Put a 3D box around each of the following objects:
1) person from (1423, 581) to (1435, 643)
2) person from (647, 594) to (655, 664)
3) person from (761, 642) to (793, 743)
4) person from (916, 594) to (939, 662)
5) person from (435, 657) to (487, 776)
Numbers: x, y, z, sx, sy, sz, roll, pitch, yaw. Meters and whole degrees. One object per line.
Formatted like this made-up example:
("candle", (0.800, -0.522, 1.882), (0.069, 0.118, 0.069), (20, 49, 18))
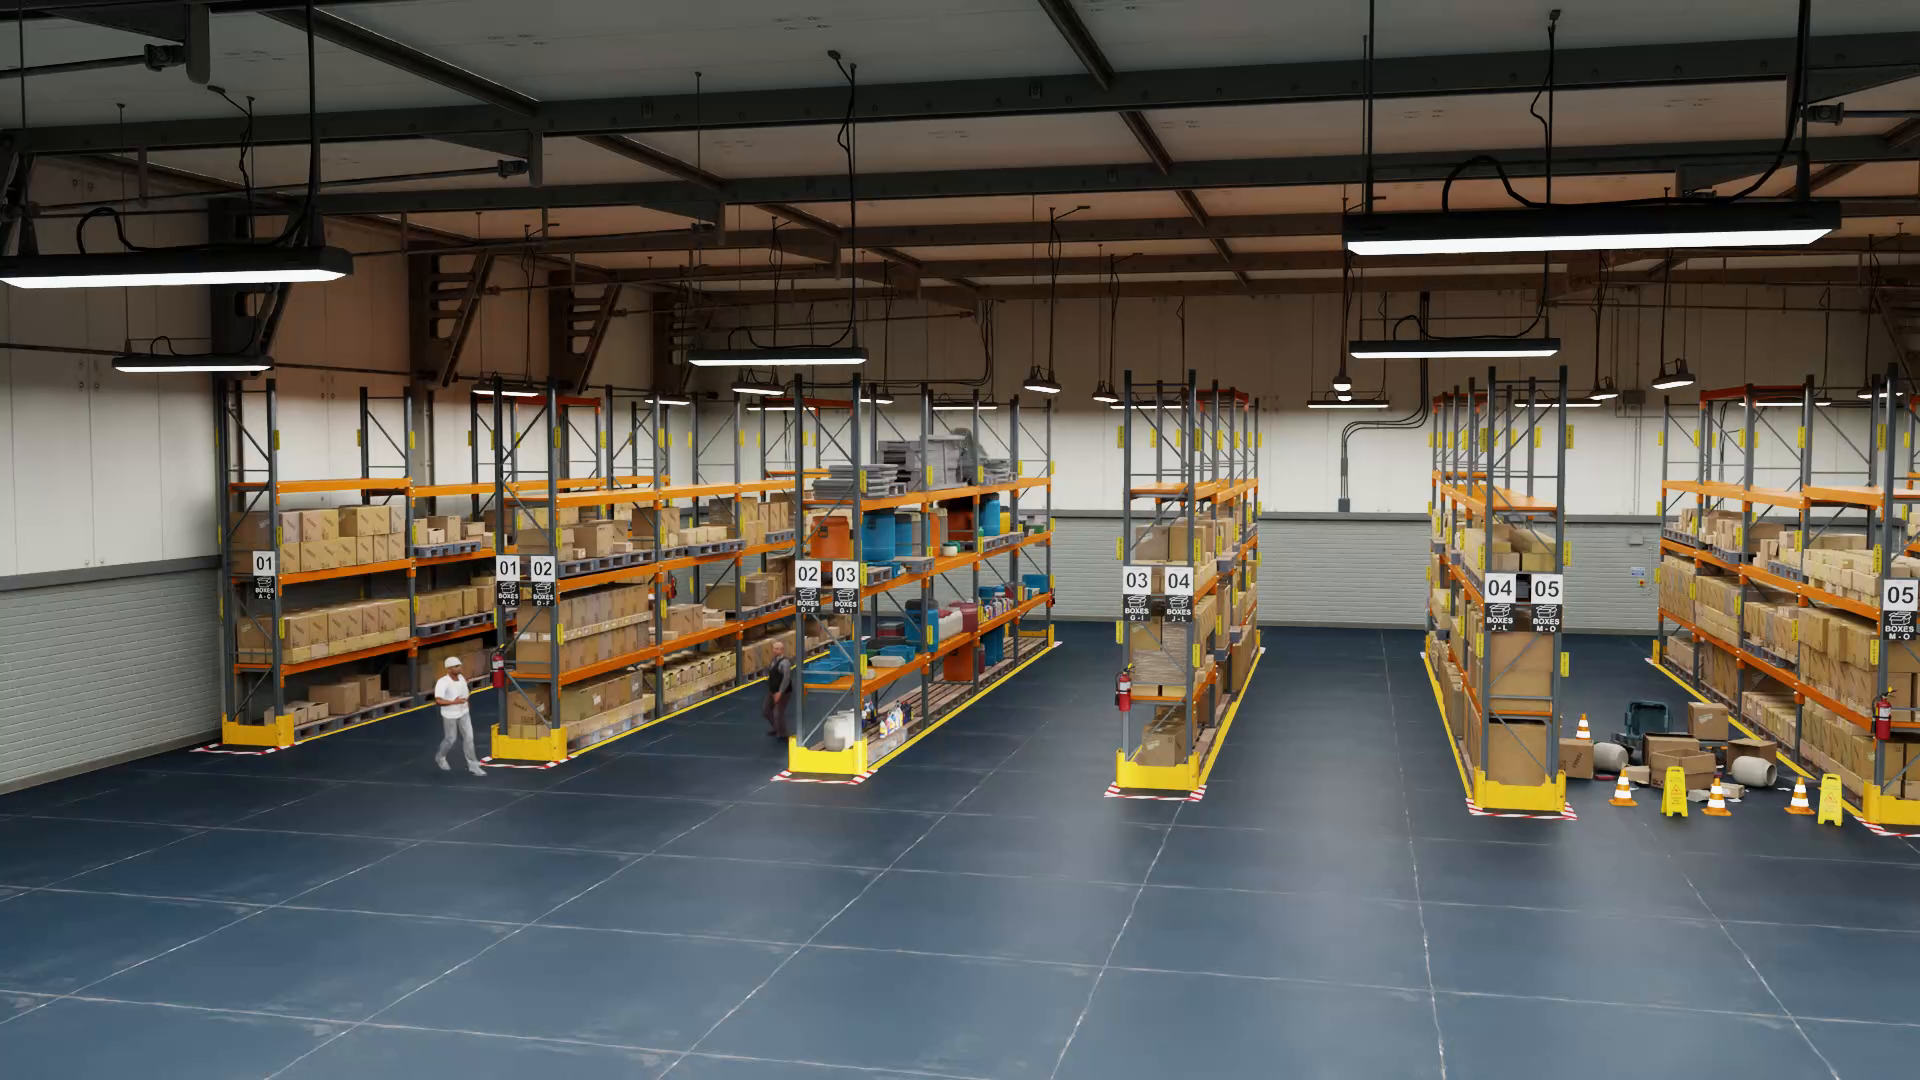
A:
("person", (11.801, 1.760, 41.173), (0.629, 1.581, 0.553), (-2, 4, -31))
("person", (-6.681, 1.995, 35.944), (0.687, 1.709, 0.696), (0, 3, 1))
("person", (-3.017, 2.530, 27.537), (0.475, 1.718, 0.769), (-3, 4, -37))
("person", (-0.547, 1.979, 37.437), (1.053, 1.580, 0.718), (-3, 4, -37))
("person", (-7.568, 2.624, 24.772), (0.909, 1.786, 0.696), (2, 4, 33))
